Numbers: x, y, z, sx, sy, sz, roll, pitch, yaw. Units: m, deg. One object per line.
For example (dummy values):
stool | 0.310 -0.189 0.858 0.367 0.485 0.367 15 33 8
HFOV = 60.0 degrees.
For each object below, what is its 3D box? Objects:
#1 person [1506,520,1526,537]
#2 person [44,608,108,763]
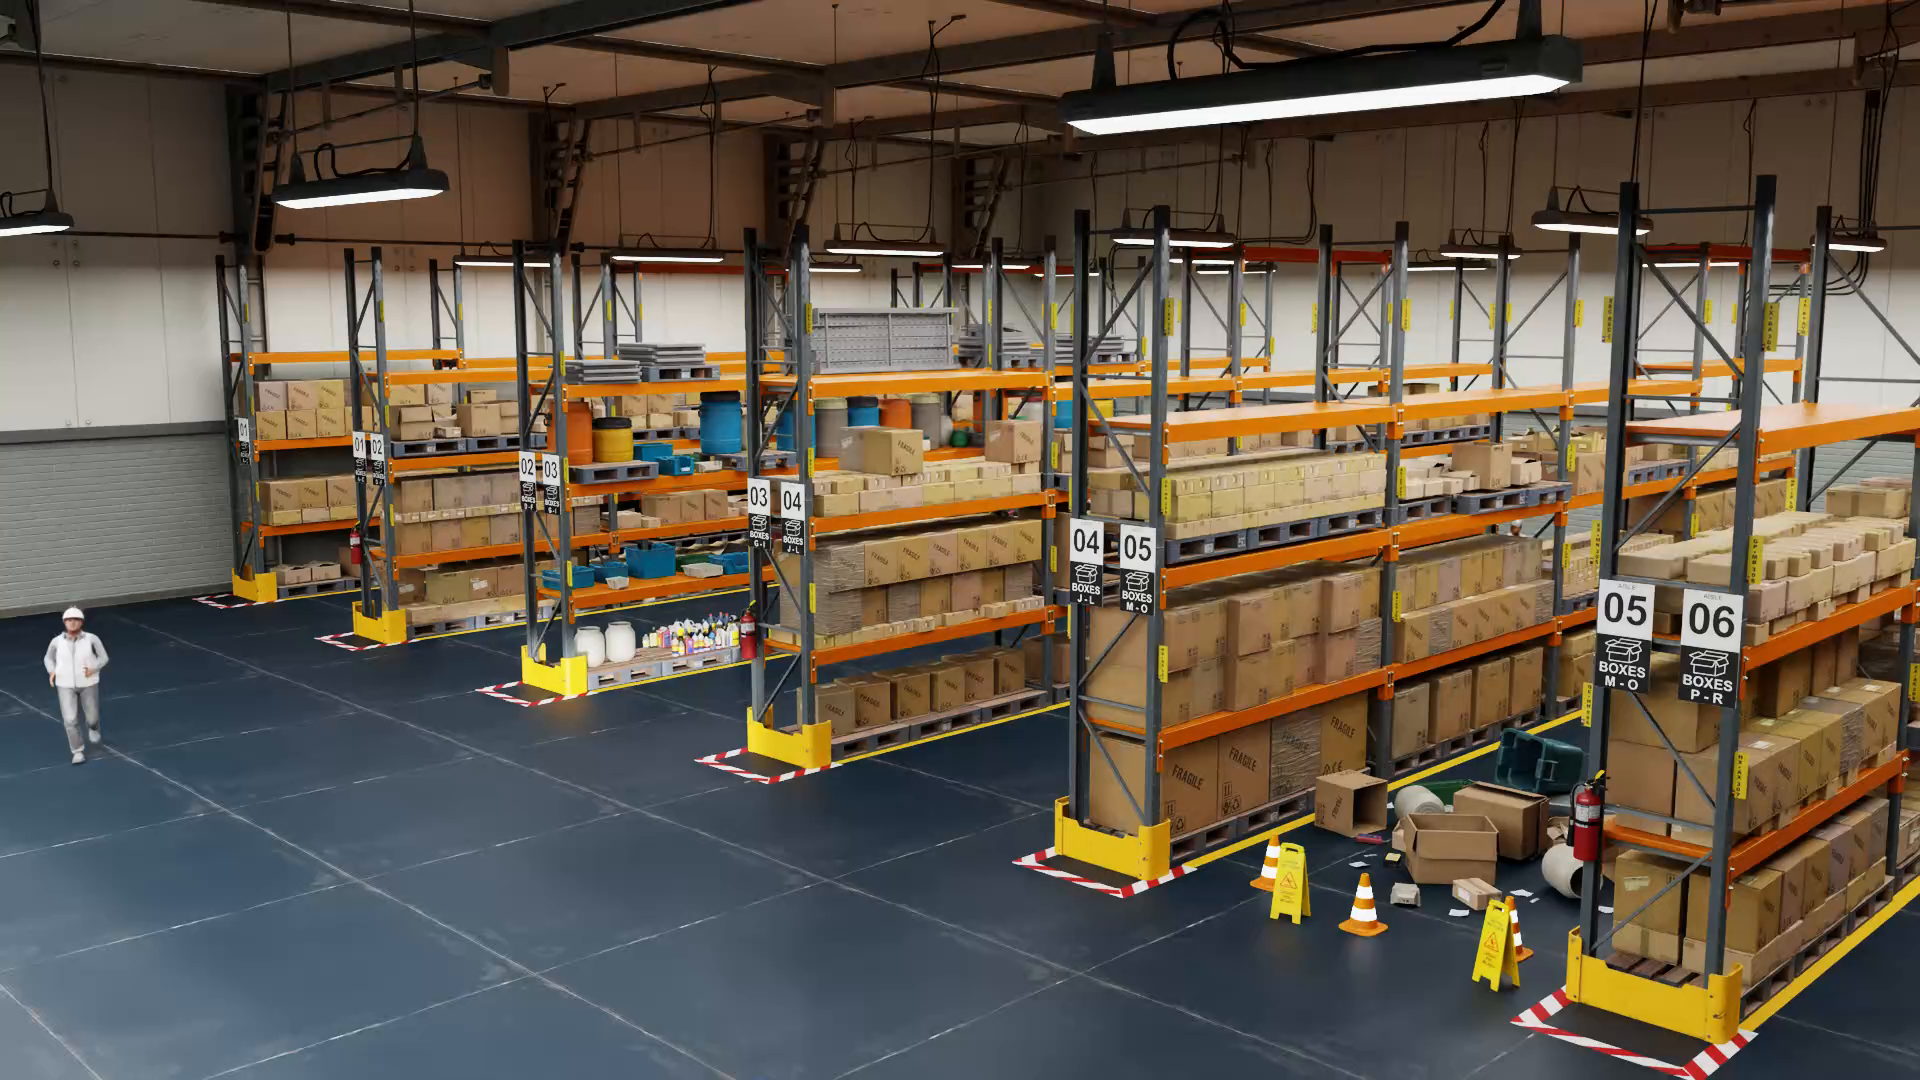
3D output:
person | 9.136 0.473 27.500 0.583 1.619 0.526 6 10 35
person | -10.069 1.634 18.965 0.666 1.732 0.753 -3 9 -22
